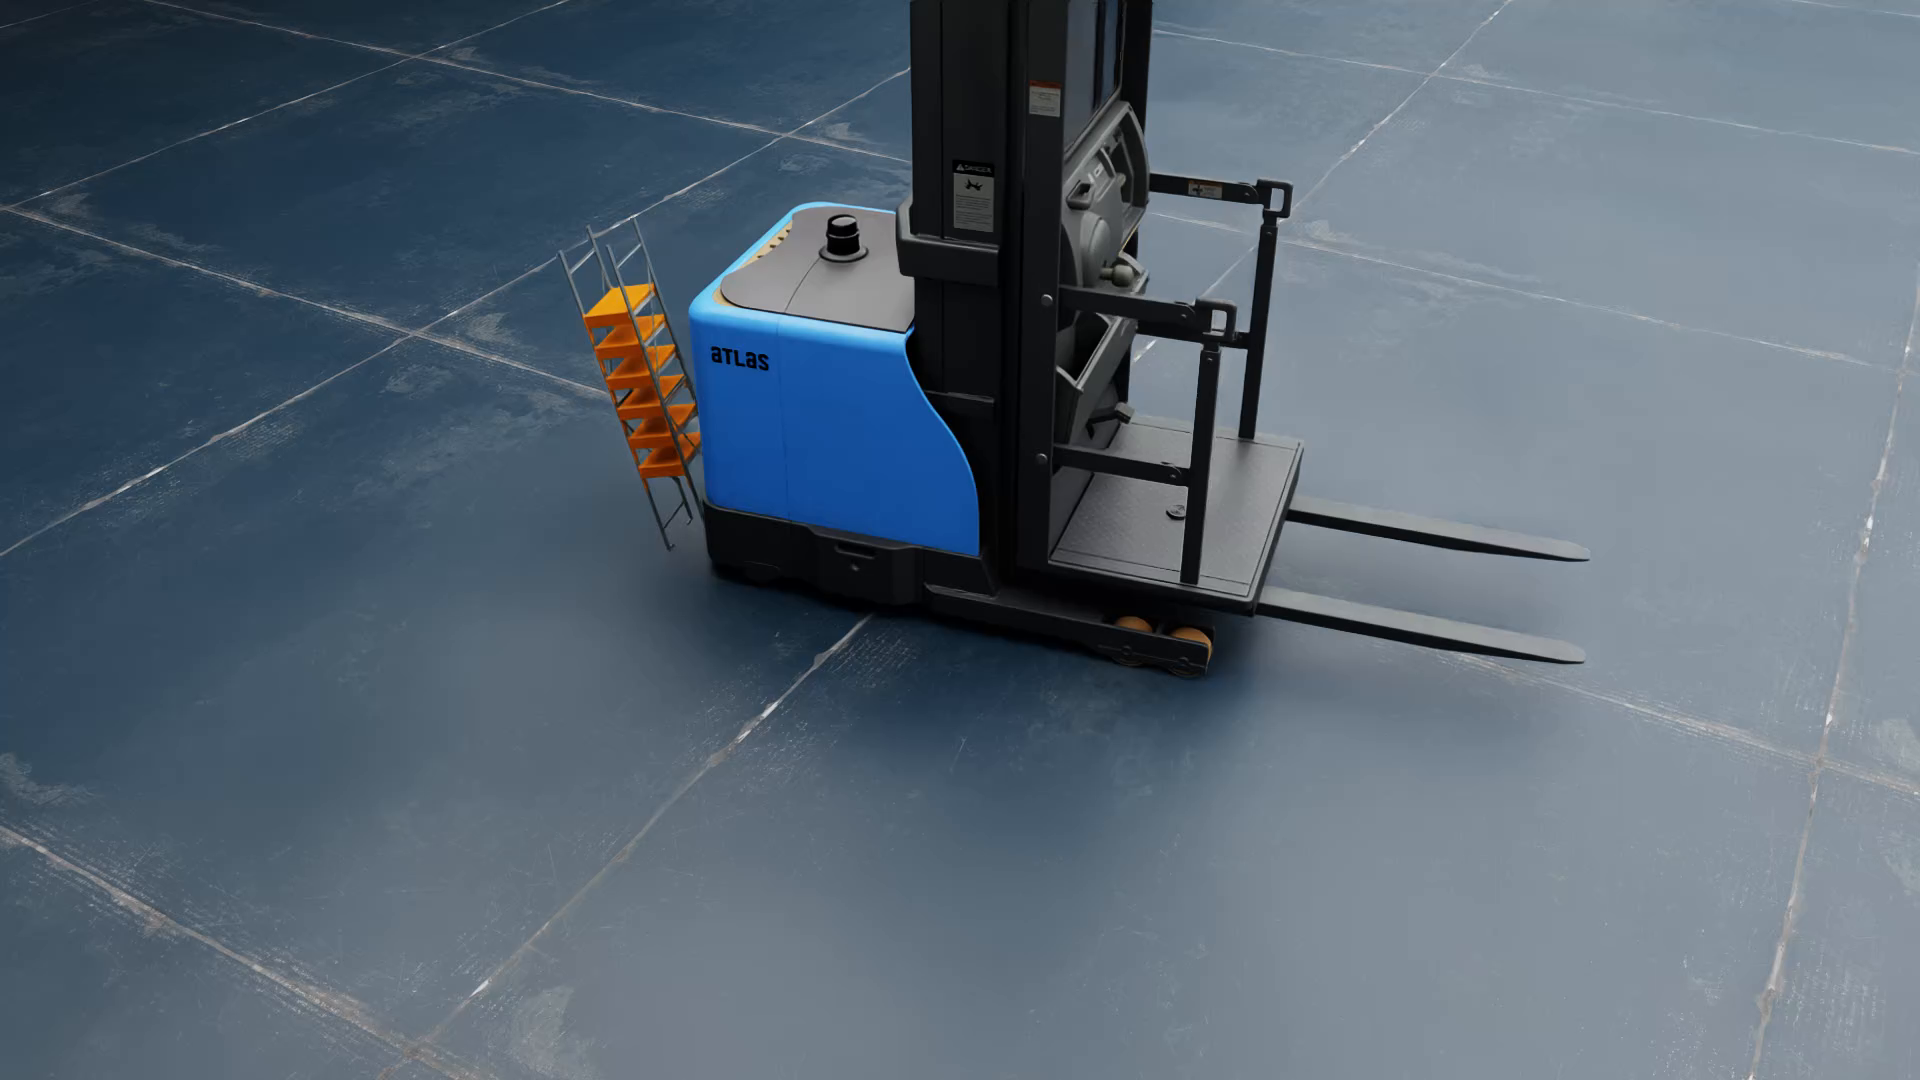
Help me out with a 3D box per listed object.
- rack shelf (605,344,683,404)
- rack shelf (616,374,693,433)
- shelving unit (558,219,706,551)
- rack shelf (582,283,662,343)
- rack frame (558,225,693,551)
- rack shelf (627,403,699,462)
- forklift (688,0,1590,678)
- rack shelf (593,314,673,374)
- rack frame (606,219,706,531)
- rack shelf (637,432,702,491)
[{"bbox_3d":[-1.118,-0.596,5.918,0.180,0.103,0.258,-3,31,19],"label":"rack shelf"},{"bbox_3d":[-1.092,-0.495,5.977,0.180,0.103,0.258,-3,31,19],"label":"rack shelf"},{"bbox_3d":[-1.101,-0.532,5.955,0.189,1.200,0.258,-3,31,19],"label":"shelving unit"},{"bbox_3d":[-1.171,-0.798,5.800,0.180,0.103,0.258,-3,31,19],"label":"rack shelf"},{"bbox_3d":[-1.188,-0.527,5.985,0.006,1.200,0.240,-3,31,19],"label":"rack frame"},{"bbox_3d":[-1.065,-0.394,6.036,0.180,0.103,0.258,-3,31,19],"label":"rack shelf"},{"bbox_3d":[0.654,-1.093,5.247,3.031,2.935,1.130,11,35,16],"label":"forklift"},{"bbox_3d":[-1.145,-0.697,5.859,0.180,0.103,0.258,-3,31,19],"label":"rack shelf"},{"bbox_3d":[-1.015,-0.537,5.925,0.006,1.200,0.240,-3,31,19],"label":"rack frame"},{"bbox_3d":[-1.038,-0.293,6.095,0.180,0.103,0.258,-3,31,19],"label":"rack shelf"}]
